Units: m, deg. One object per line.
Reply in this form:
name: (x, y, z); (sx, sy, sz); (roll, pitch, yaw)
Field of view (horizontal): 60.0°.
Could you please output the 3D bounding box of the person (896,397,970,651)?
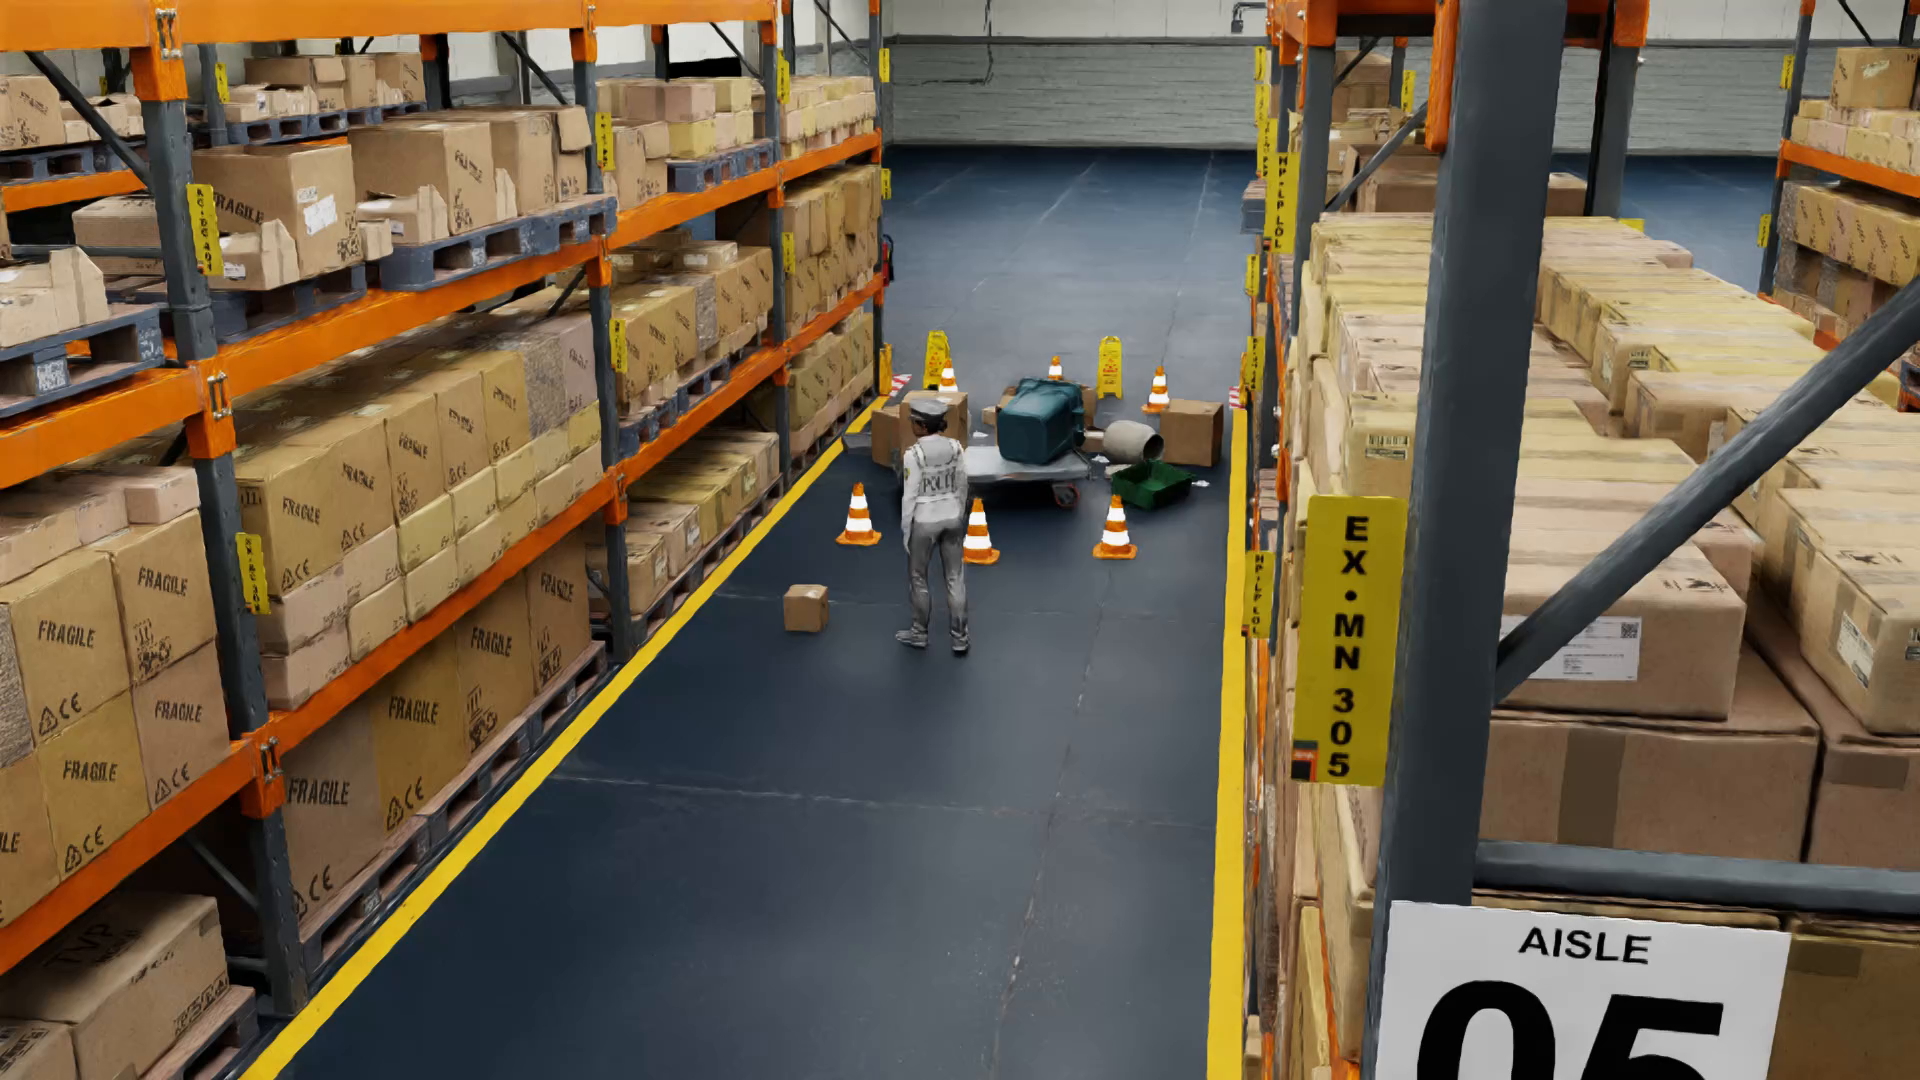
person: (-0.178, -0.098, 10.829); (0.497, 1.679, 0.509); (-9, 20, -26)
